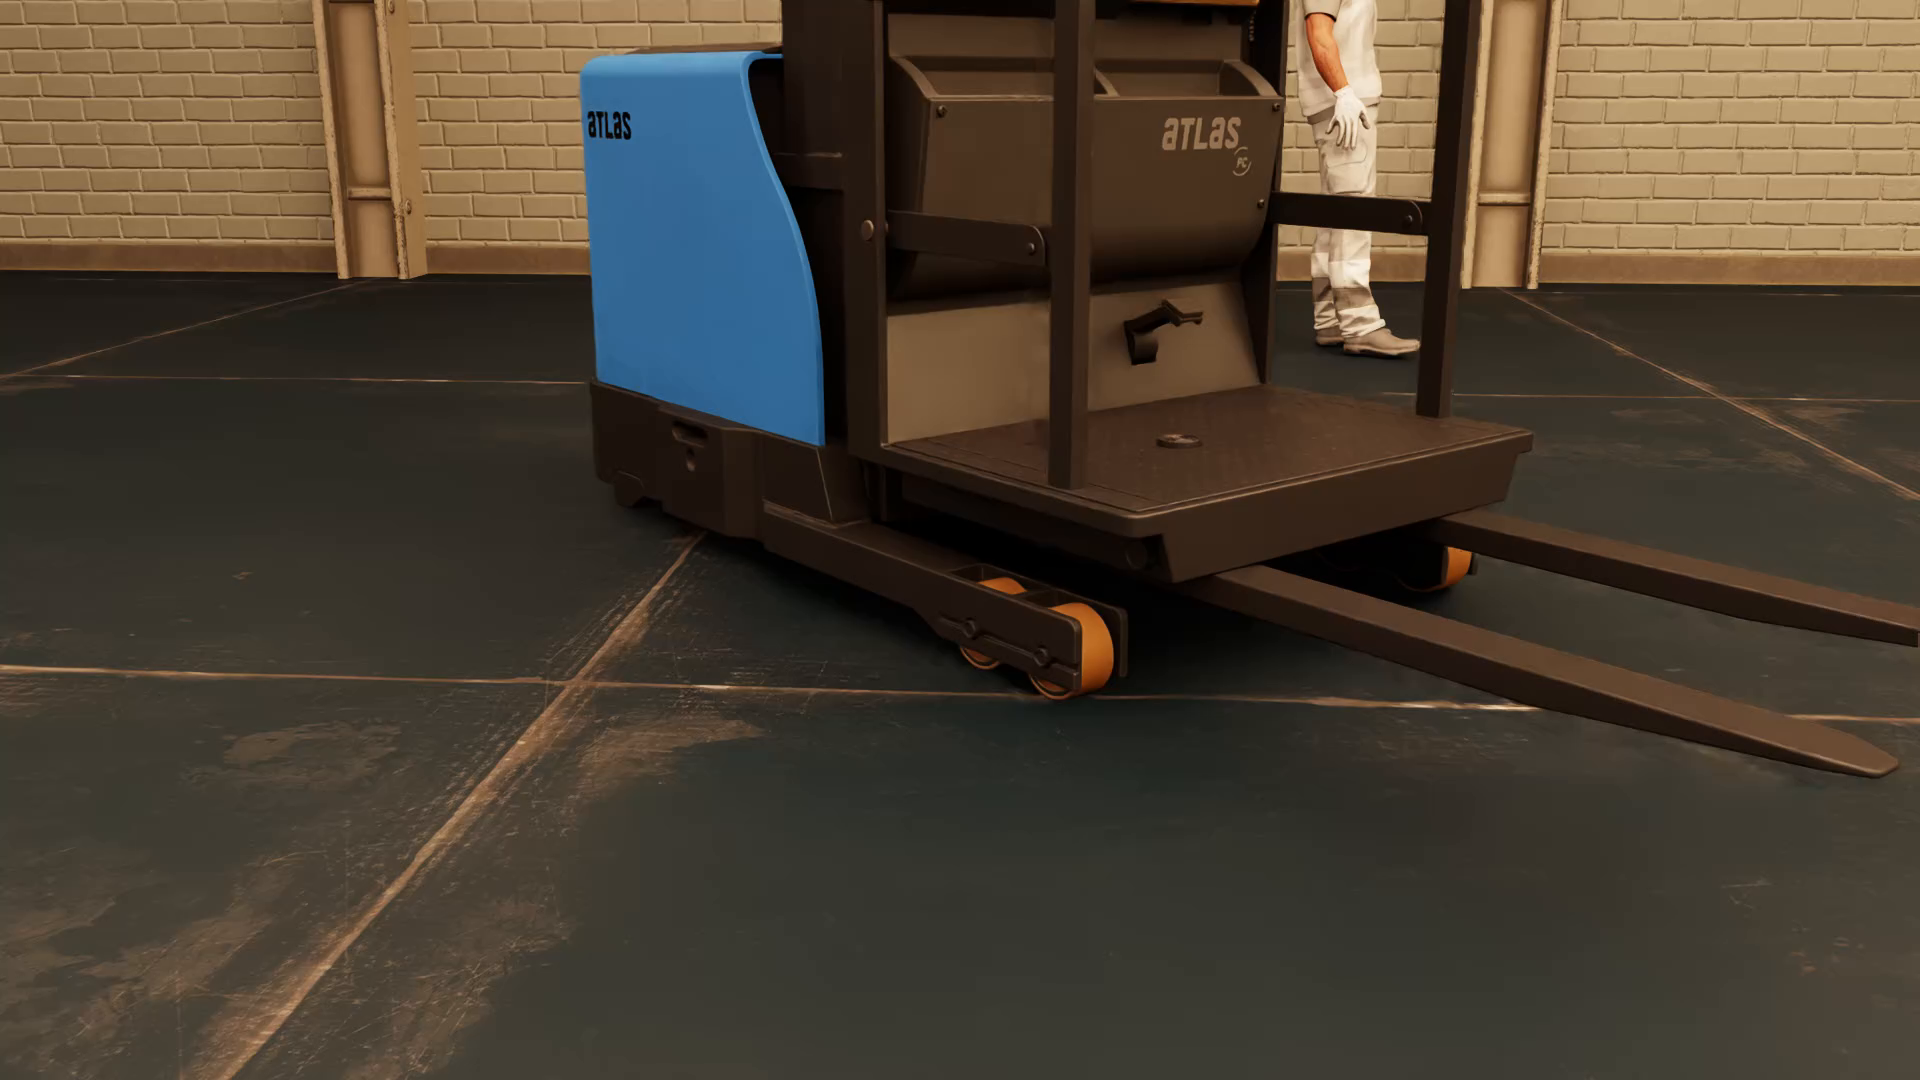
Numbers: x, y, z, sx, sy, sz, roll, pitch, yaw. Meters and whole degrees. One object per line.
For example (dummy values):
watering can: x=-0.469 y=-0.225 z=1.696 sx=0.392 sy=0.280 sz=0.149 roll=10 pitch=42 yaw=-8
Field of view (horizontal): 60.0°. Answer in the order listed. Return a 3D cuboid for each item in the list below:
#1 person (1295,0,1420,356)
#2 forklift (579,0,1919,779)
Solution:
person: x=1.562 y=-1.642 z=6.421 sx=0.565 sy=1.788 sz=0.640 roll=5 pitch=16 yaw=16
forklift: x=0.400 y=-1.289 z=2.970 sx=1.130 sy=2.935 sz=3.031 roll=-12 pitch=19 yaw=-37
